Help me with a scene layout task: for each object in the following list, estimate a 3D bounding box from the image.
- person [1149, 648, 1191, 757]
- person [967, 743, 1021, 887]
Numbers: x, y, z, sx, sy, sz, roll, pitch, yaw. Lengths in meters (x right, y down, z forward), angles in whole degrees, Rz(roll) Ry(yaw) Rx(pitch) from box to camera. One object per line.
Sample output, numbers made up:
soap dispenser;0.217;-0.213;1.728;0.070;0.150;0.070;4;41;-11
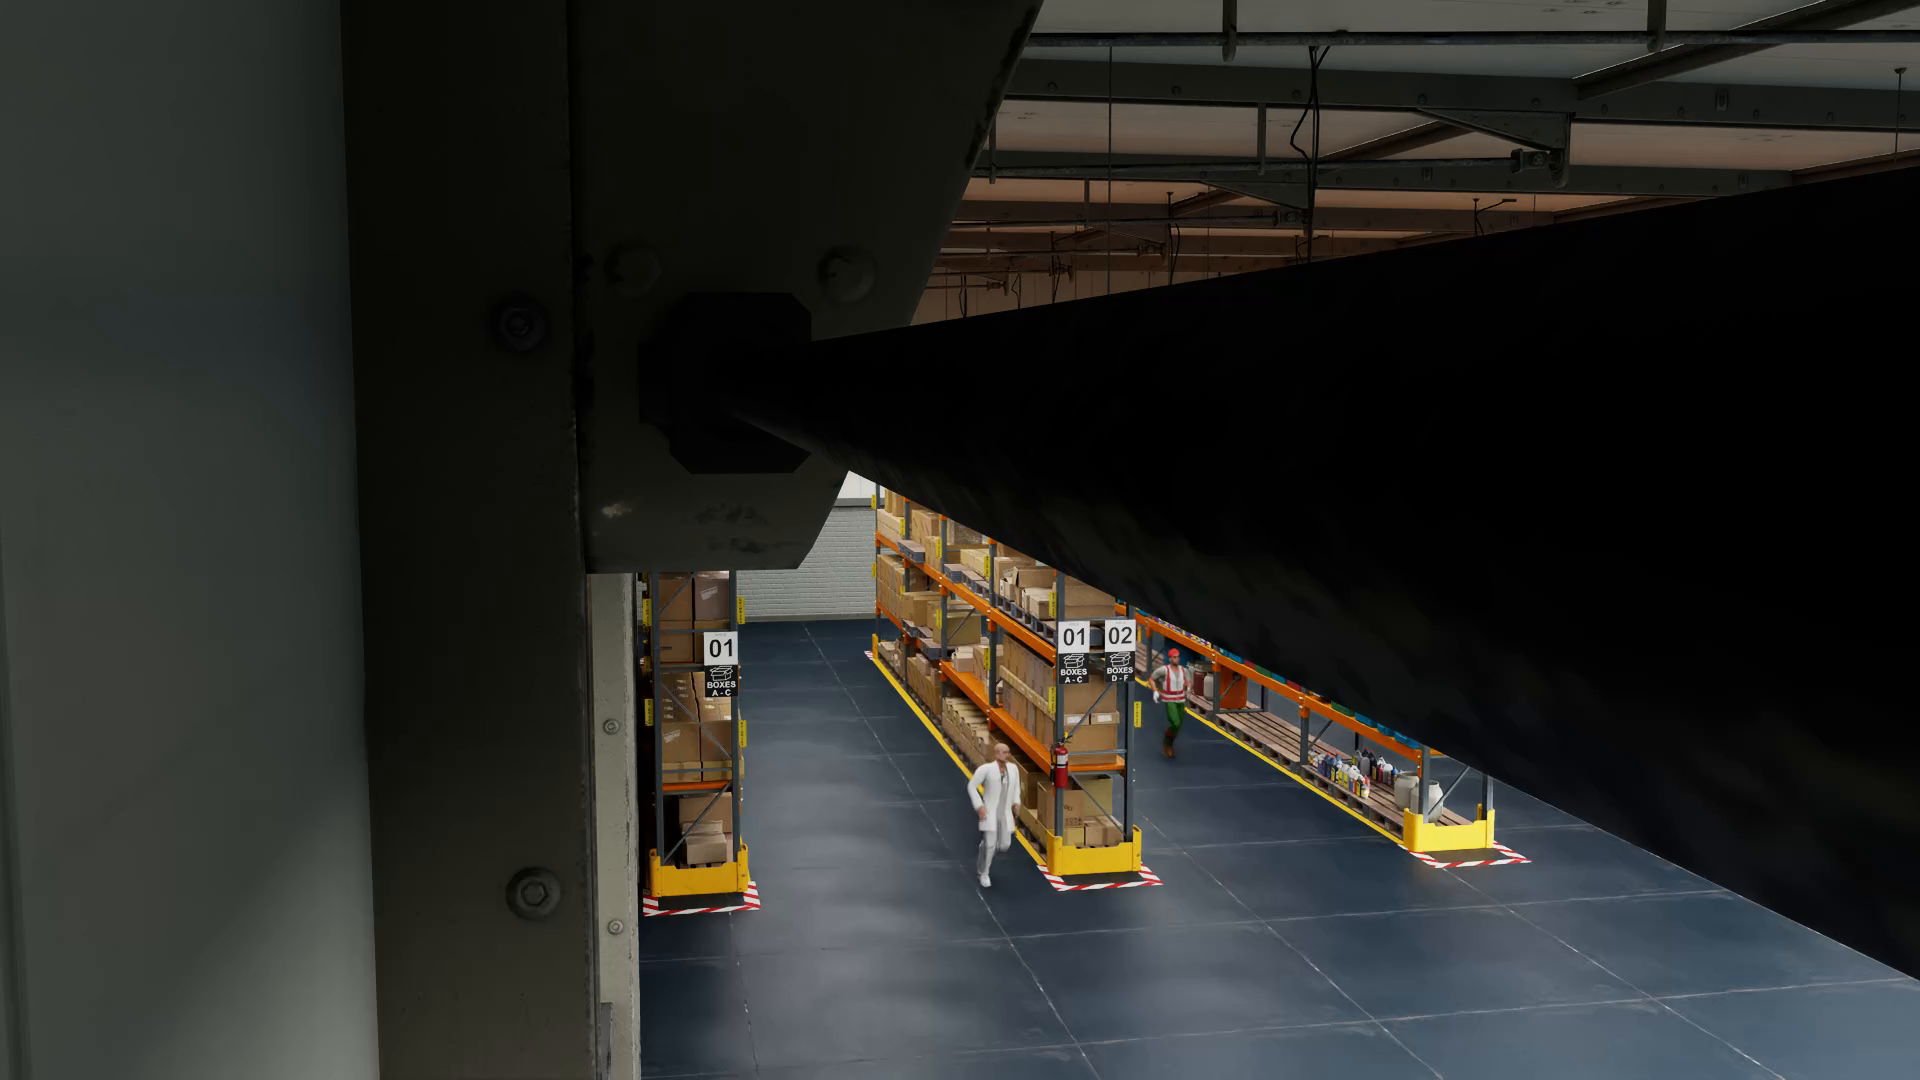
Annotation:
person;3.493;2.655;27.094;0.641;1.775;0.687;-3;6;-24
person;0.439;3.374;20.647;0.759;1.721;0.608;-3;6;-25
